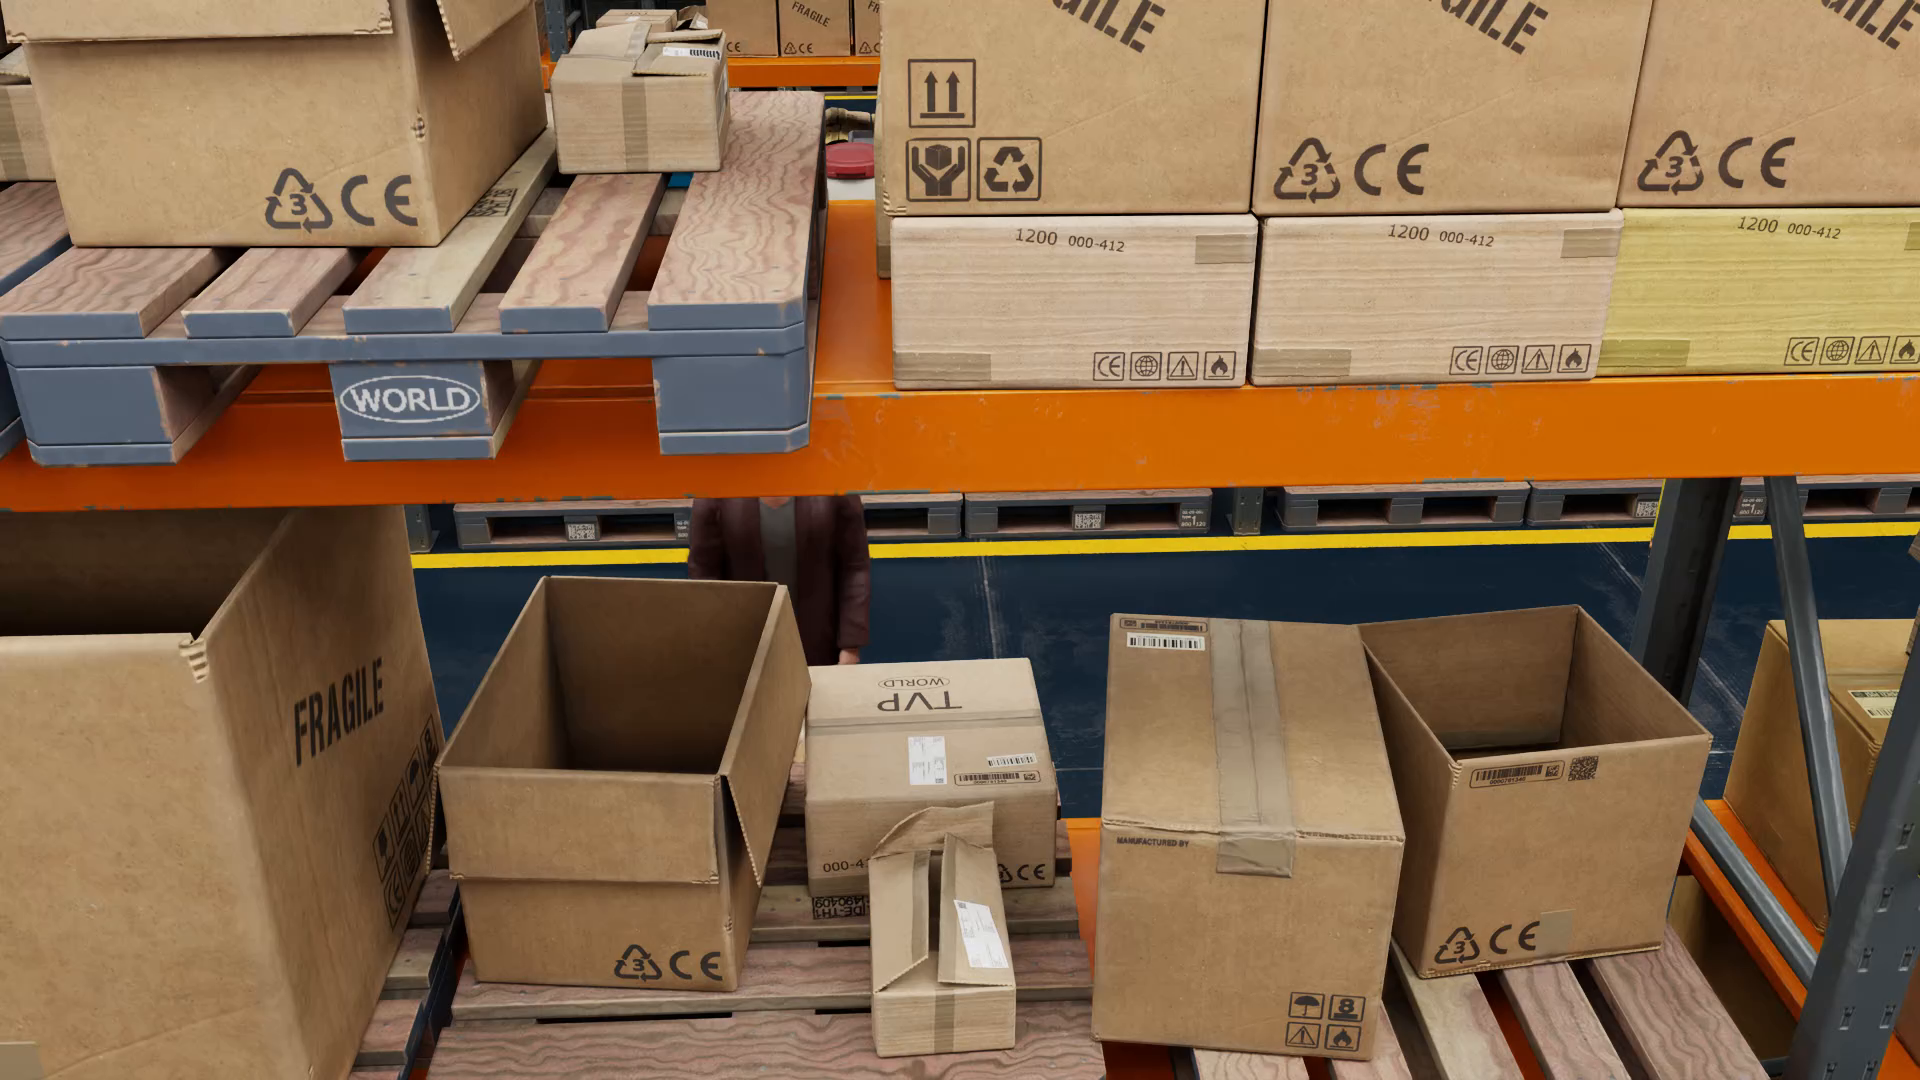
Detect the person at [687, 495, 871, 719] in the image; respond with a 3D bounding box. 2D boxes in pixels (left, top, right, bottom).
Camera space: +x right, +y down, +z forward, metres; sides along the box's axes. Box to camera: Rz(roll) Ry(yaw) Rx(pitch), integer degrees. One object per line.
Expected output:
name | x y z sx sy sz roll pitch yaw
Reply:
person | -0.577 0.355 5.440 0.589 1.778 0.424 -2 27 -4
